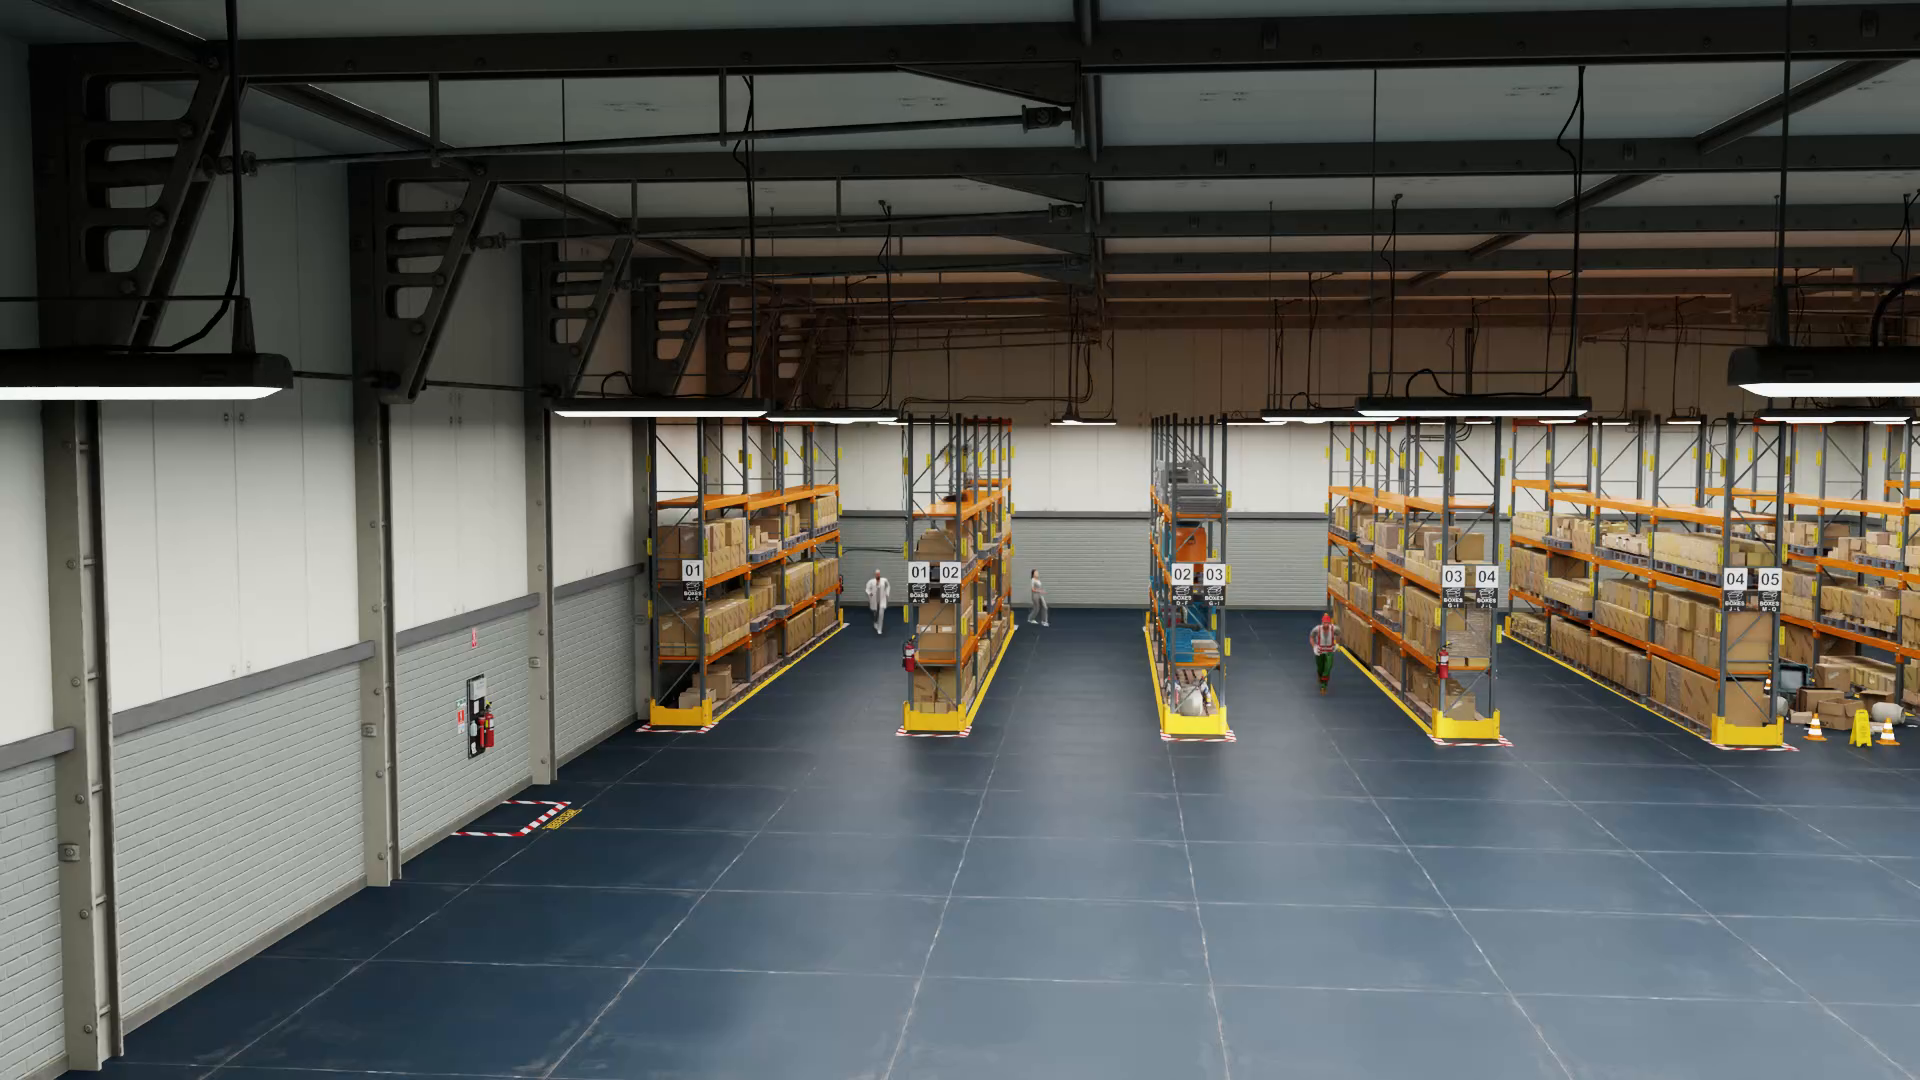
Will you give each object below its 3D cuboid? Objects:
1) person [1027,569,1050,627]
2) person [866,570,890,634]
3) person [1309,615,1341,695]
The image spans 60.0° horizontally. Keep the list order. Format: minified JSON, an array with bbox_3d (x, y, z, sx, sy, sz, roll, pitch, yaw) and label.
[{"bbox_3d":[2.197,1.677,48.039,0.755,1.671,0.577,2,4,31],"label":"person"},{"bbox_3d":[-2.290,1.712,46.514,0.700,1.765,1.001,0,4,-5],"label":"person"},{"bbox_3d":[7.912,2.457,36.116,0.676,1.729,1.017,0,4,2],"label":"person"}]
